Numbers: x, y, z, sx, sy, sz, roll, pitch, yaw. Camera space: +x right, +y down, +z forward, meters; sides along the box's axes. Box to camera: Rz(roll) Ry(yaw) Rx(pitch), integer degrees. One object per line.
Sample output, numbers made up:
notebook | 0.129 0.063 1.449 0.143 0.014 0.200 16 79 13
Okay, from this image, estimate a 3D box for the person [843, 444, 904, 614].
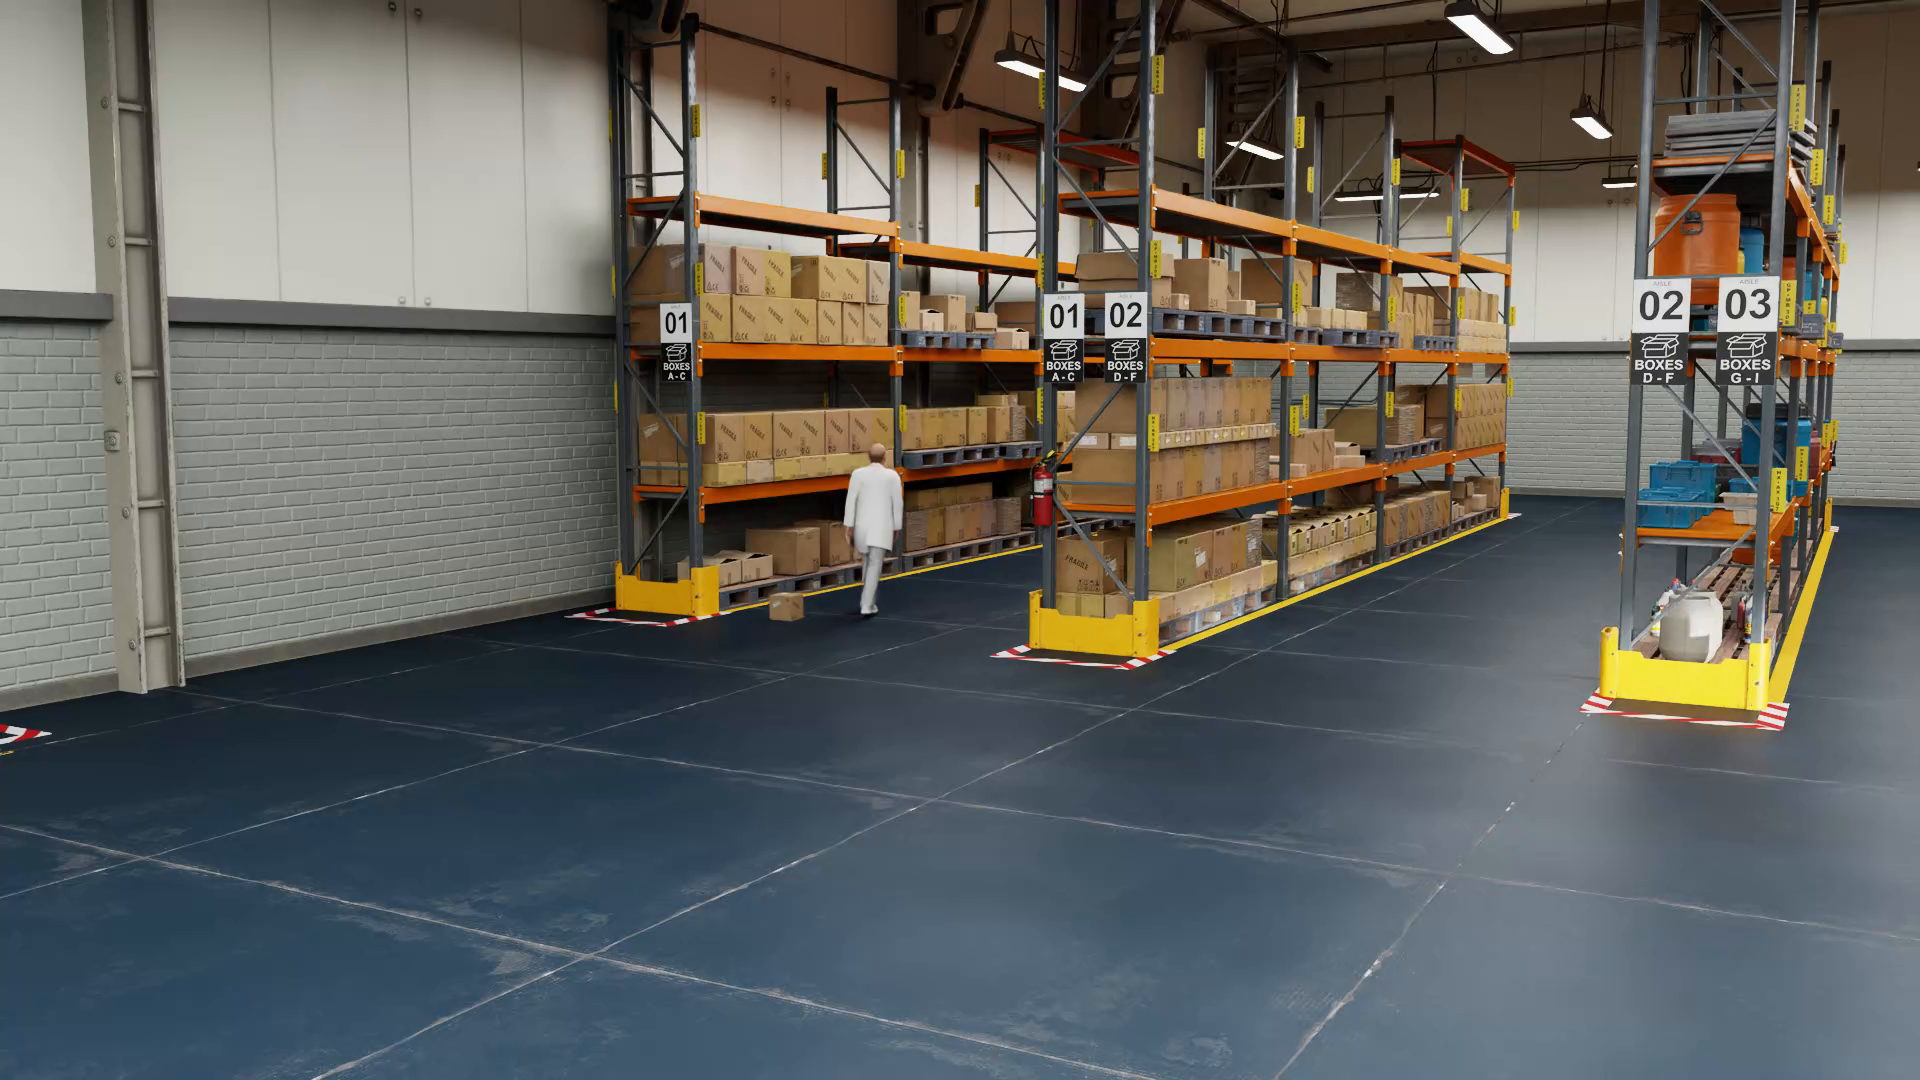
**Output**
person | -0.867 -0.134 17.265 0.587 1.735 0.983 2 6 15
